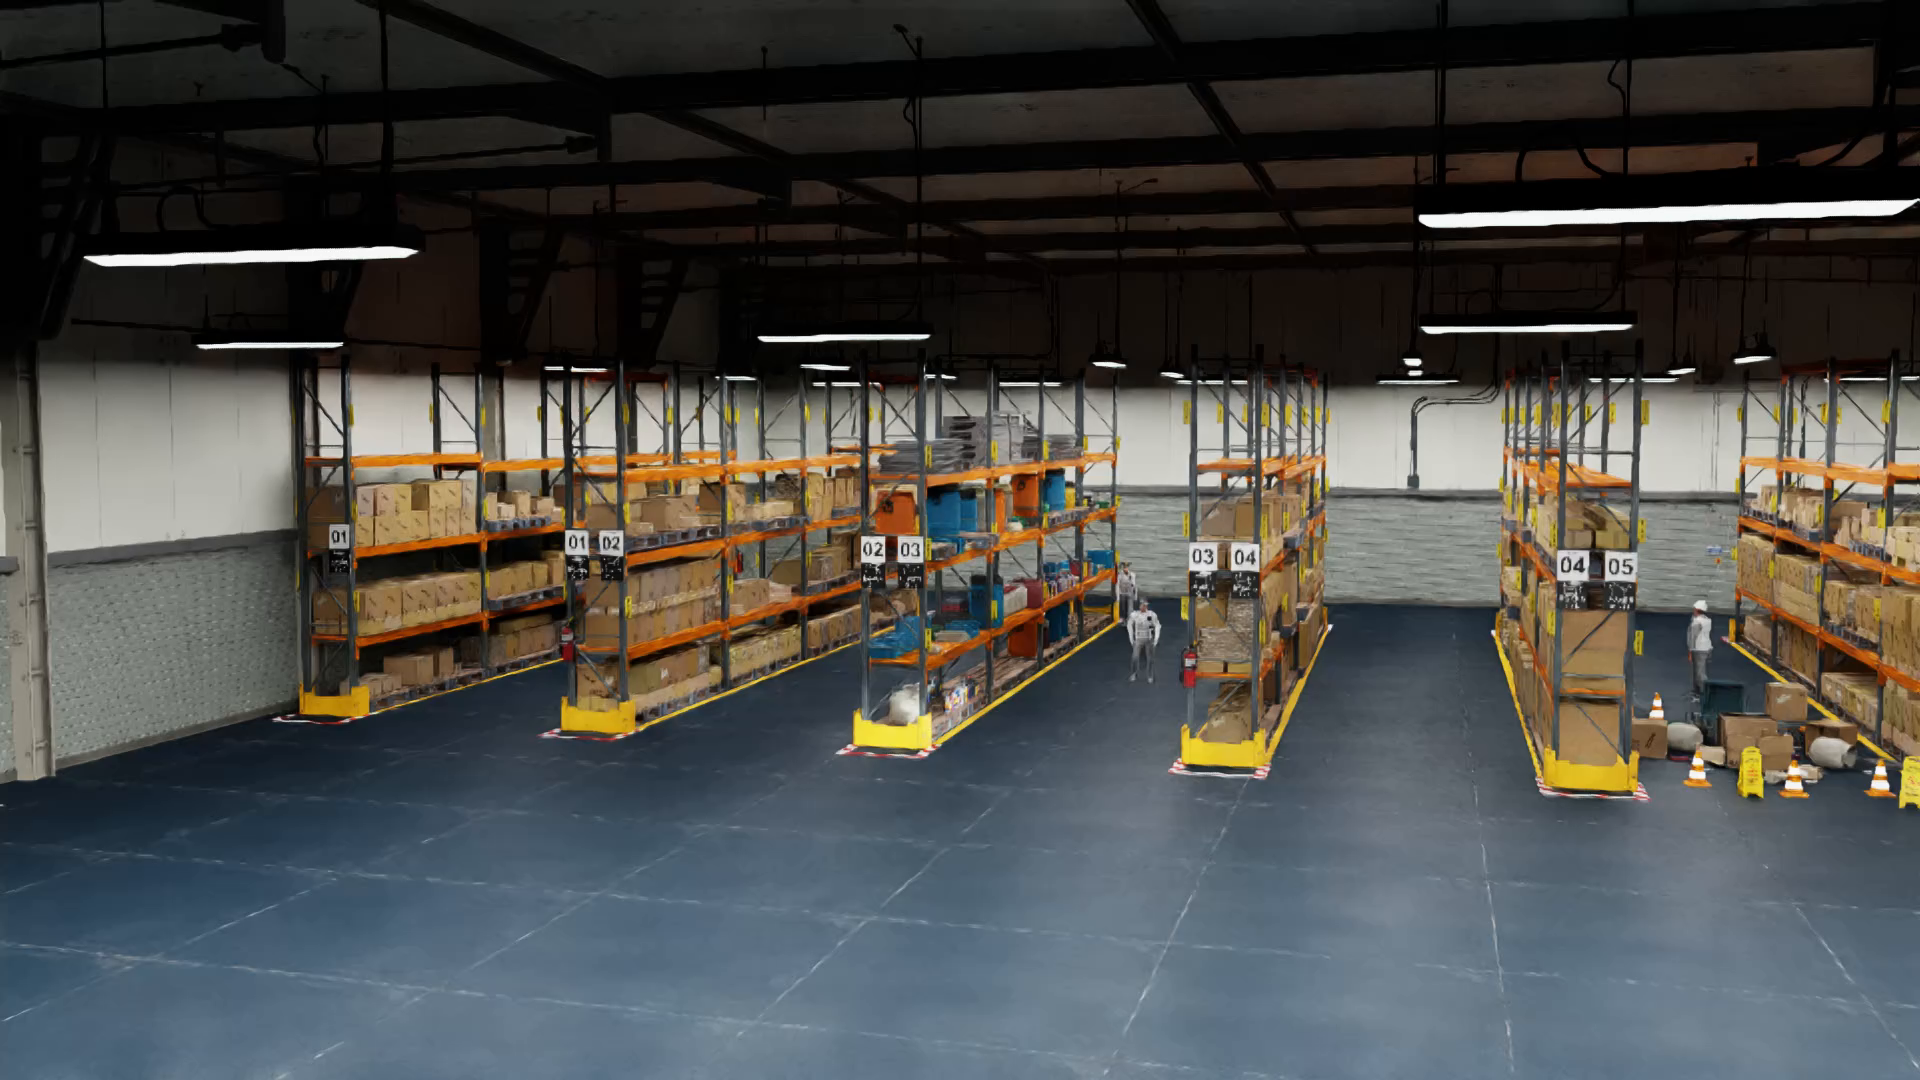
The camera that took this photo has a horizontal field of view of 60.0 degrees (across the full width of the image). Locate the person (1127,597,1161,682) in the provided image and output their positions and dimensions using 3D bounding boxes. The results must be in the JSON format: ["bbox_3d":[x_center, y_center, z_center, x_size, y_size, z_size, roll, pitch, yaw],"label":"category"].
[{"bbox_3d":[3.446,1.860,31.181,0.639,1.628,0.512,1,4,13],"label":"person"}]

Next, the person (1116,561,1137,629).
[{"bbox_3d":[3.883,1.269,38.893,0.498,1.580,1.075,1,4,13],"label":"person"}]

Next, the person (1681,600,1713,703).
[{"bbox_3d":[12.869,1.928,29.022,0.569,1.768,0.627,4,6,44],"label":"person"}]
